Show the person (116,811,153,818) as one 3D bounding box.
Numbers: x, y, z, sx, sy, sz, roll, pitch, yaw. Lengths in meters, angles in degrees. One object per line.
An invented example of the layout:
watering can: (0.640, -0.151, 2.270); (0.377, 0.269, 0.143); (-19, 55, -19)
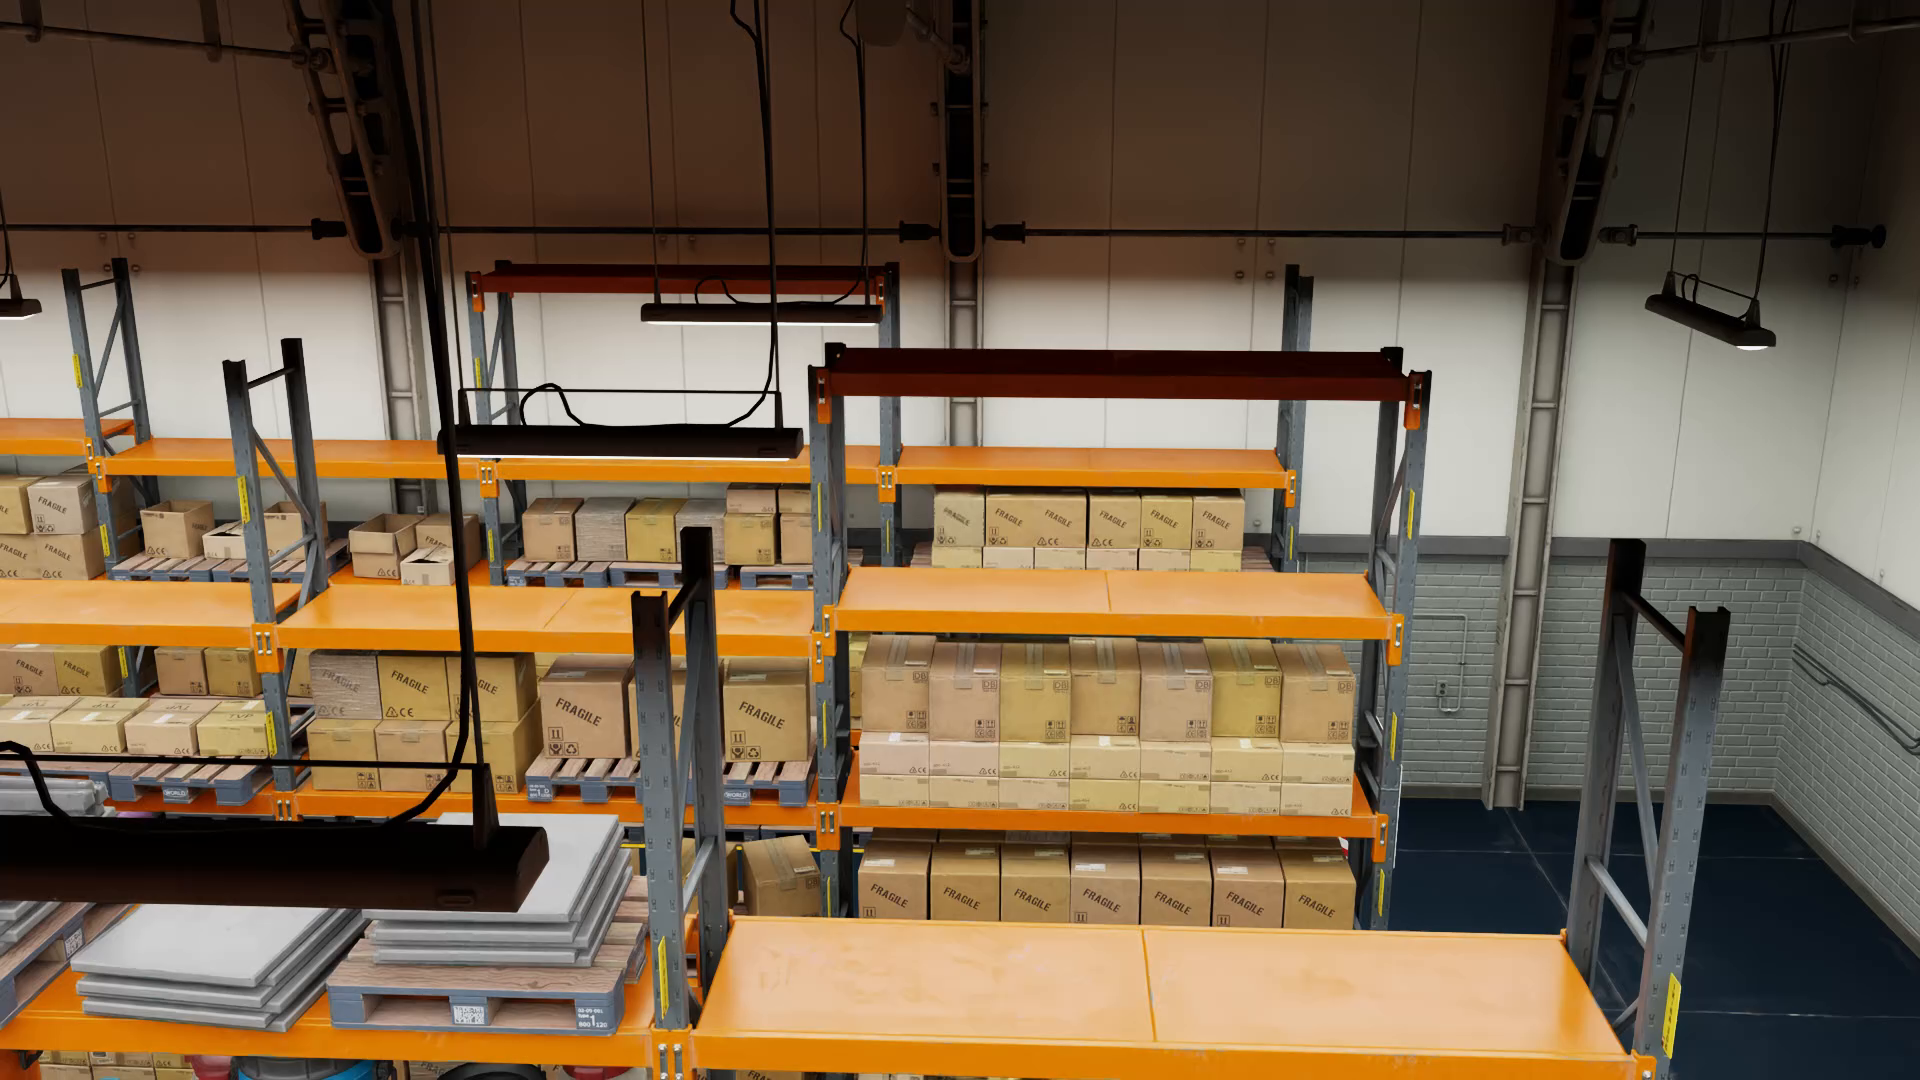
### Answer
person: (-7.671, 3.001, 15.468); (0.813, 1.540, 0.419); (4, 17, 13)
